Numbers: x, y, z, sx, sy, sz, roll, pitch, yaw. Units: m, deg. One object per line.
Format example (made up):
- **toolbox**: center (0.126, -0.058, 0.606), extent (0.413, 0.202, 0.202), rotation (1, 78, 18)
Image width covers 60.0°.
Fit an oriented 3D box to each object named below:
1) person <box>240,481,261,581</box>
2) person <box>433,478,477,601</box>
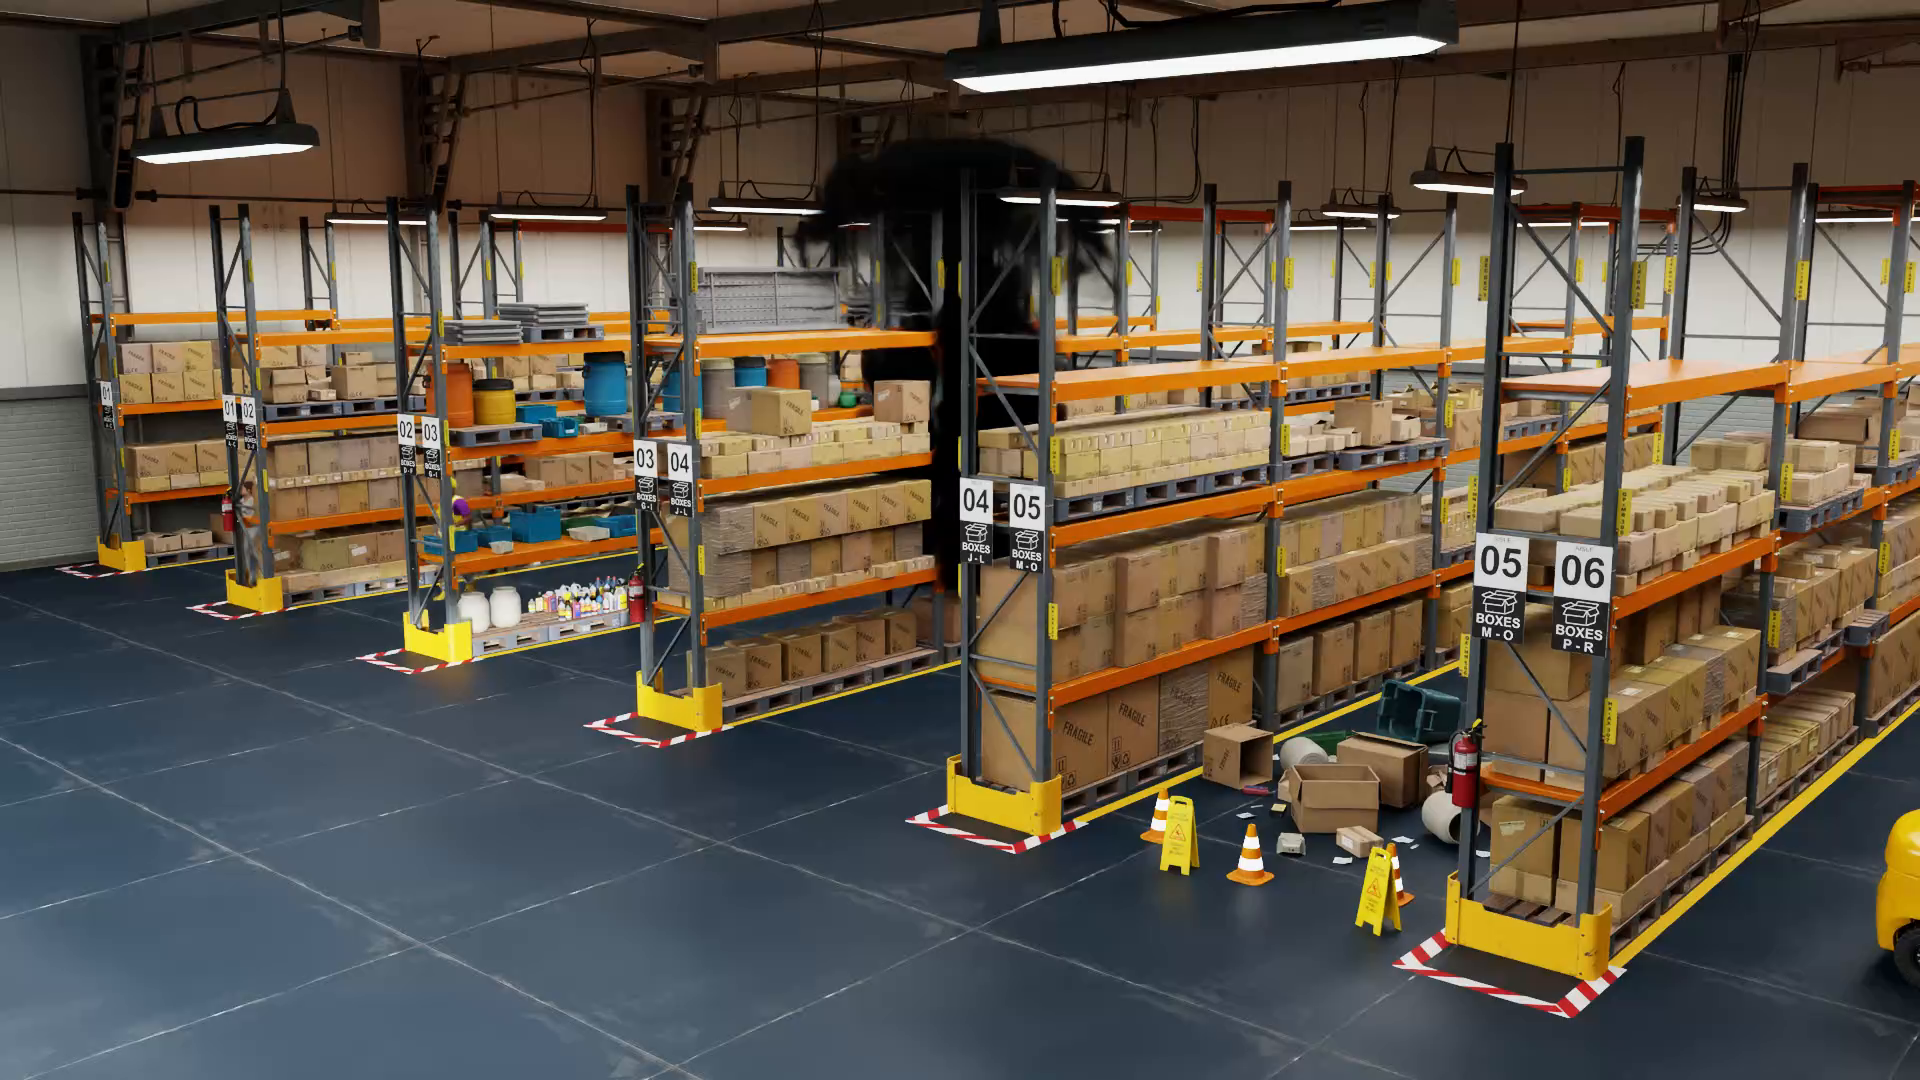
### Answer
- **person**: center (-11.377, -0.106, 26.882), extent (0.572, 1.709, 0.890), rotation (8, 13, 41)
- **person**: center (-7.444, -0.028, 24.420), extent (0.690, 1.784, 0.778), rotation (6, 11, 34)
